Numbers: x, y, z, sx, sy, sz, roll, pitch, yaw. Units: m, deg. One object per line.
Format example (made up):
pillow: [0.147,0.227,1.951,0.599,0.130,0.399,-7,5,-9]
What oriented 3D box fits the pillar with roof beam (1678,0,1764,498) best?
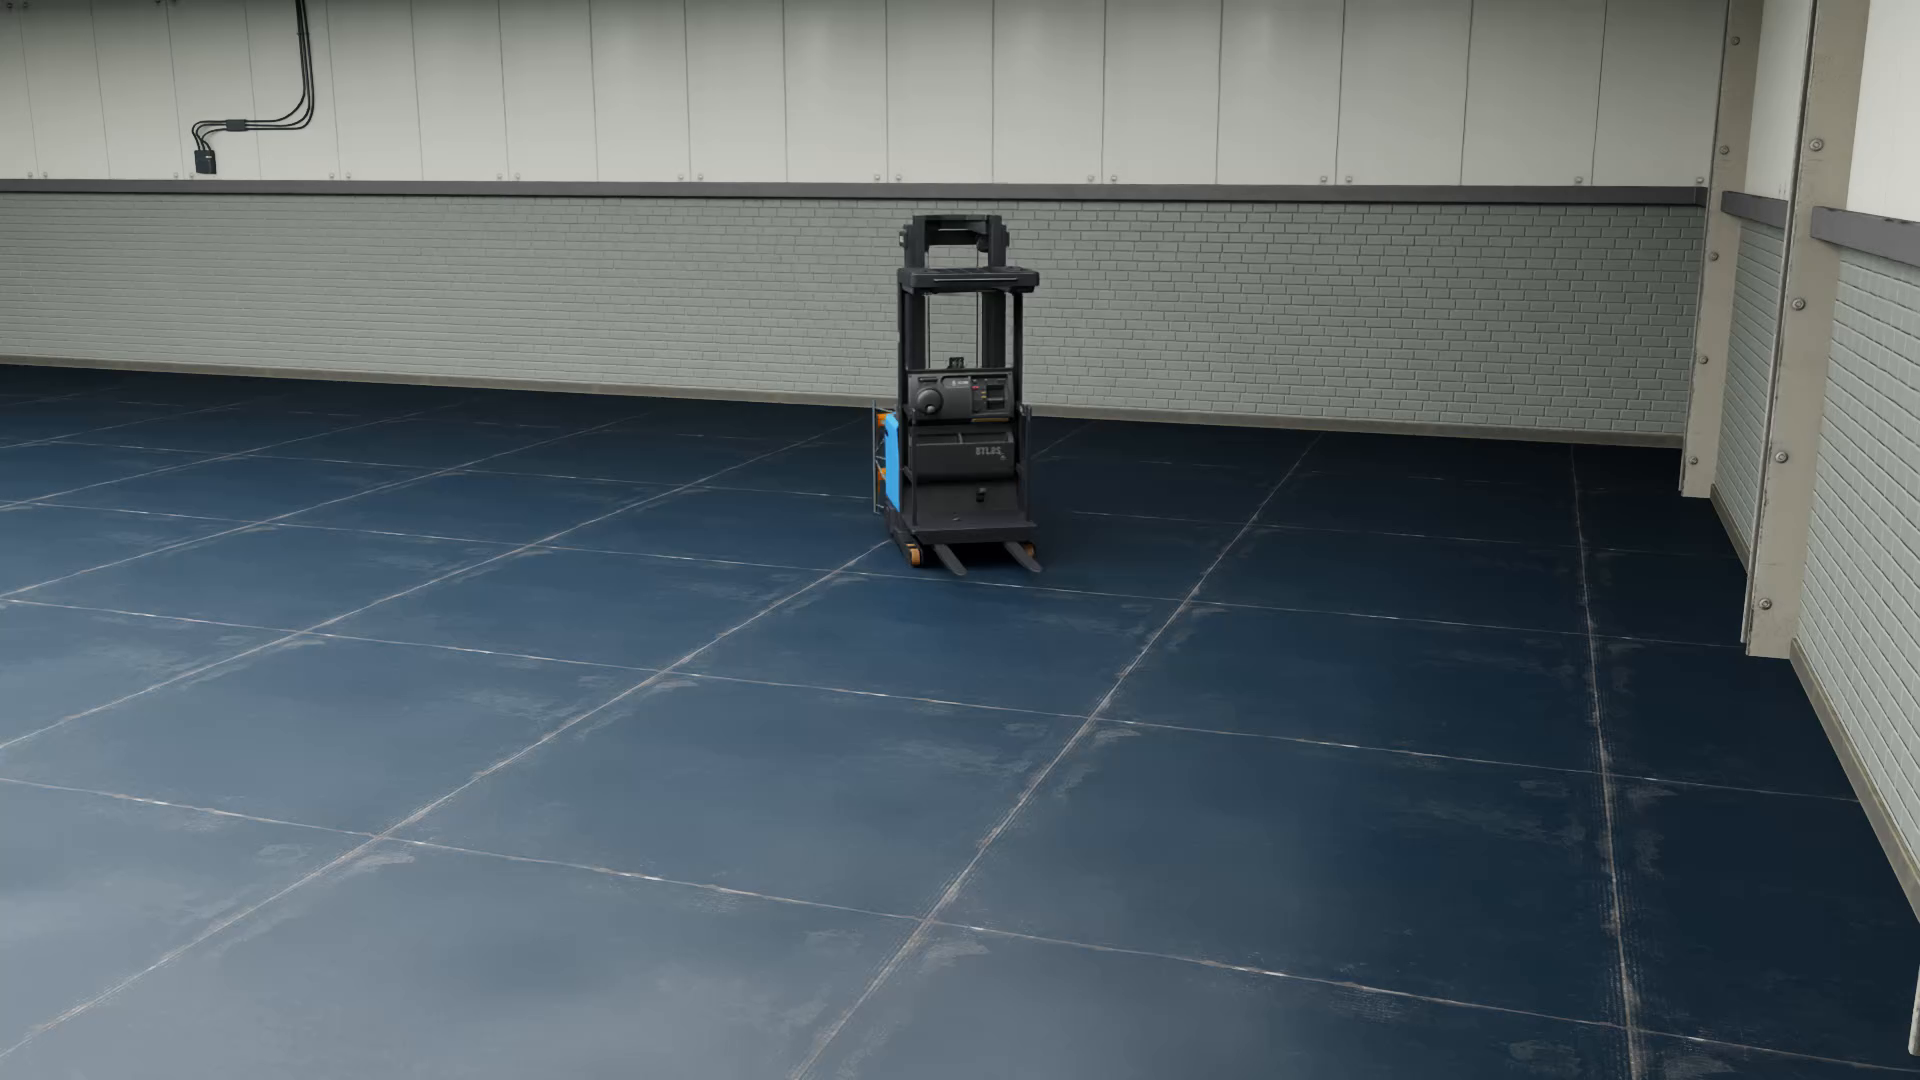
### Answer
pillar with roof beam: [3.612,-5.180,17.721,9.100,9.000,0.400,4,14,18]

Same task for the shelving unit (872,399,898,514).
shelving unit: [-0.277,-0.835,16.381,1.048,1.125,0.538,-7,15,-30]

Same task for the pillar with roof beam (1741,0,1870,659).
pillar with roof beam: [1.670,-3.916,12.186,9.100,9.000,0.400,4,14,18]

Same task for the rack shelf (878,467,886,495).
rack shelf: [-0.277,-0.597,16.435,1.000,0.278,0.538,-7,15,-30]

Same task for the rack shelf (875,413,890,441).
rack shelf: [-0.277,-1.120,16.316,1.000,0.278,0.538,-7,15,-30]

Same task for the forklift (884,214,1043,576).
forklift: [0.049,-1.281,14.277,1.130,2.935,3.031,-2,13,-10]

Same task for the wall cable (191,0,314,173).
wall cable: [-10.939,-8.634,25.212,2.305,6.003,0.169,4,14,18]

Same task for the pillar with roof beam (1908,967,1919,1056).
pillar with roof beam: [-0.271,-2.653,6.651,9.100,9.000,0.400,4,14,18]

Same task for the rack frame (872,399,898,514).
rack frame: [-0.715,-0.778,16.130,0.032,1.125,0.500,-7,15,-30]
